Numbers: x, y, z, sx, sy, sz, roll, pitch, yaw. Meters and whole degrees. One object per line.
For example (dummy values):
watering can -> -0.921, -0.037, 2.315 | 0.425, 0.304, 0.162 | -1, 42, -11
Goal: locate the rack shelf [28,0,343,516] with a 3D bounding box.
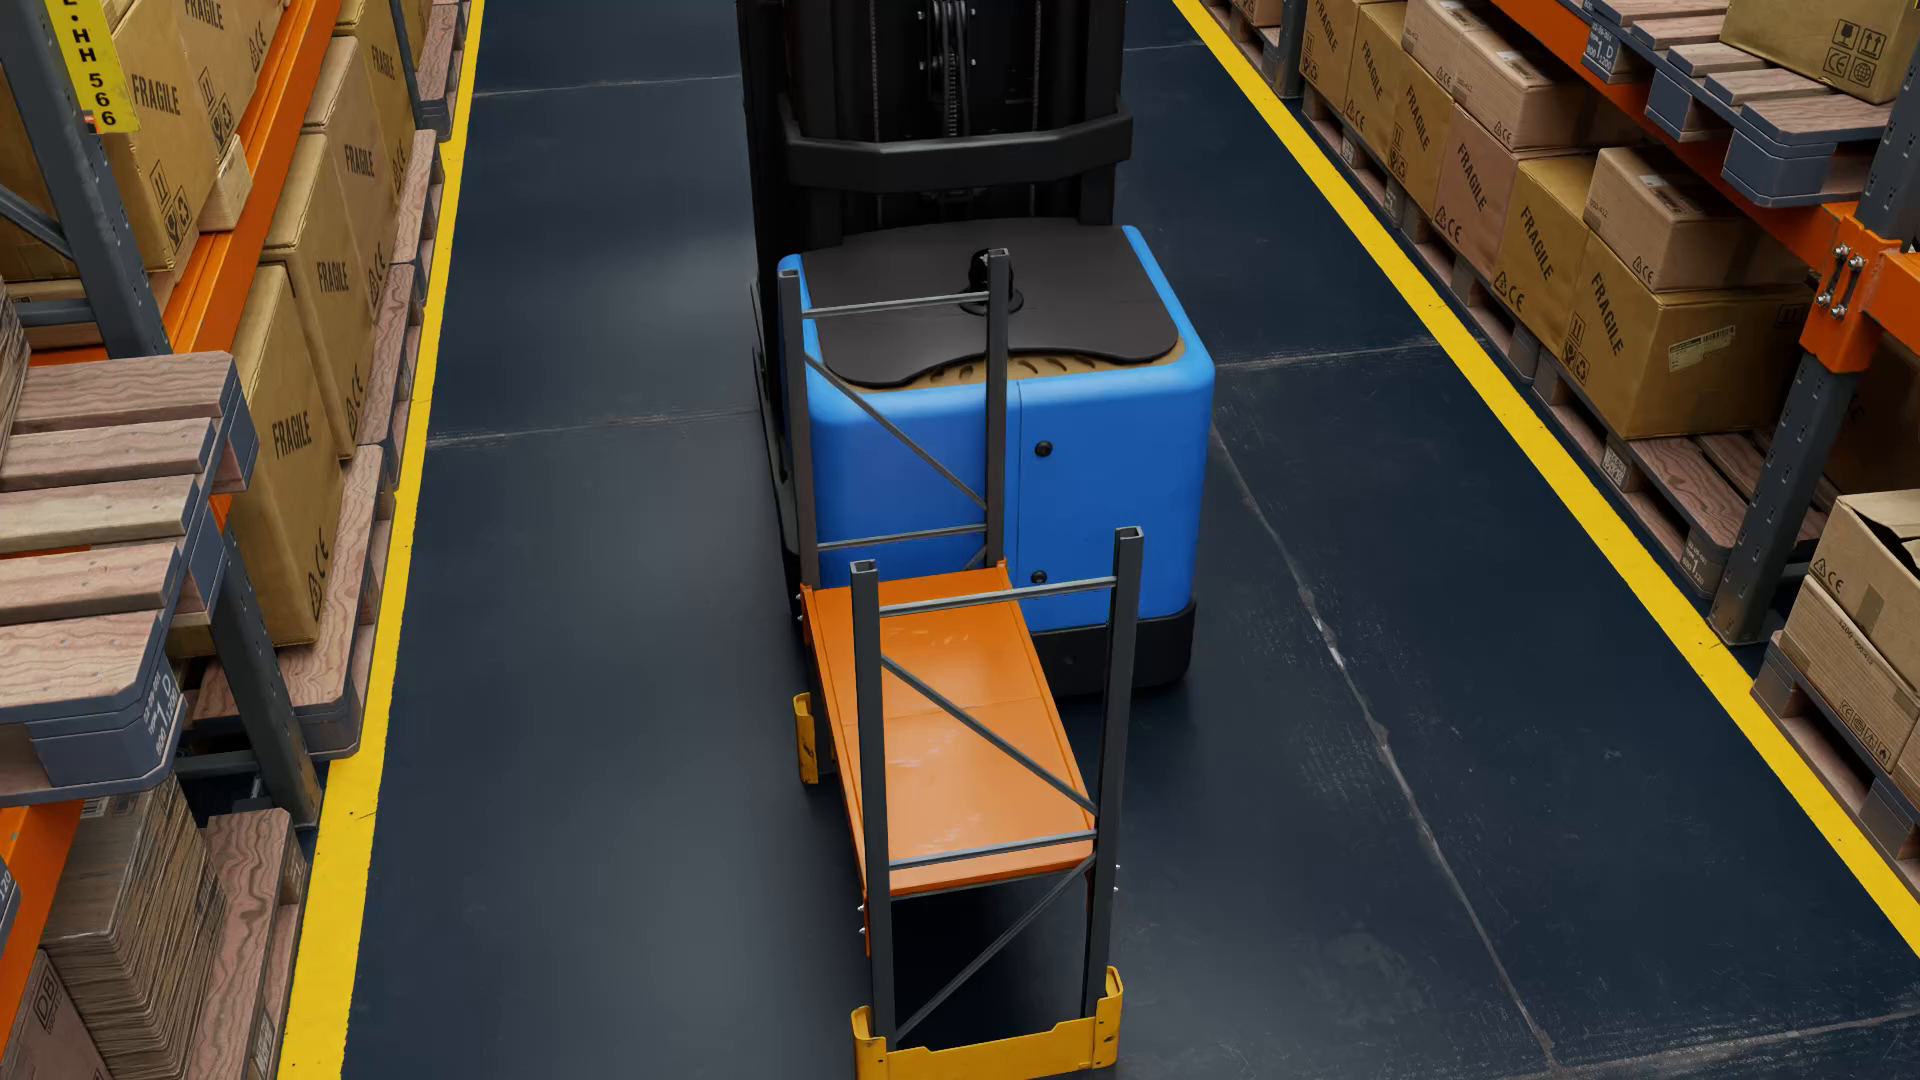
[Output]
rack shelf -> -2.512, -1.347, 5.125 | 1.077, 0.370, 4.000 | -6, 38, -8

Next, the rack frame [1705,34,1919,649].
rack frame -> 2.715, -0.958, 4.038 | 1.000, 3.000, 0.127 | -6, 38, -8

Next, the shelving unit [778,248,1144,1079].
shelving unit -> -0.040, 0.296, 3.646 | 0.587, 1.500, 1.083 | -7, 38, -9

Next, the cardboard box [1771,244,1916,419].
cardboard box -> 2.819, -0.766, 5.470 | 0.500, 0.500, 0.500 | -8, 38, -10

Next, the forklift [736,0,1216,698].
forklift -> -0.121, -1.568, 4.879 | 1.130, 2.935, 3.031 | -6, 38, -8

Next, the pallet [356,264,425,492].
pallet -> -2.436, -0.541, 5.775 | 1.003, 0.211, 1.213 | -6, 38, -8

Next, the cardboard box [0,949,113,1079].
cardboard box -> -2.008, 1.143, 3.012 | 0.700, 0.500, 0.500 | -6, 38, -8

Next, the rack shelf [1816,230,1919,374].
rack shelf -> 3.066, 0.534, 2.704 | 1.077, 0.370, 4.000 | -6, 38, -8

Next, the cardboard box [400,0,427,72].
cardboard box -> -2.893, -2.480, 7.693 | 0.700, 0.500, 0.500 | -6, 38, -7

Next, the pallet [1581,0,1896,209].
pallet -> 2.527, -1.284, 4.614 | 1.213, 0.211, 1.003 | -6, 38, -8

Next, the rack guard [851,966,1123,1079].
rack guard -> 0.061, 1.089, 3.644 | 0.587, 0.250, 0.087 | -7, 38, -9

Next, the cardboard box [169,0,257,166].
cardboard box -> -2.077, -1.226, 4.043 | 0.500, 0.500, 0.500 | -5, 38, -6

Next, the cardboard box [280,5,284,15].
cardboard box -> -2.310, -1.640, 5.105 | 0.380, 0.149, 0.250 | -5, 38, -7

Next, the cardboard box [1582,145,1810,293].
cardboard box -> 2.306, -1.014, 5.178 | 0.500, 0.250, 0.500 | -5, 38, -6

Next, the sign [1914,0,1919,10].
sign -> 2.183, -1.320, 3.625 | 0.100, 0.325, 0.005 | -6, 38, -8

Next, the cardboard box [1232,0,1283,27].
cardboard box -> 1.635, -2.874, 8.184 | 0.500, 0.500, 0.500 | -6, 38, -8

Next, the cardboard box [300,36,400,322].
cardboard box -> -2.462, -1.241, 5.812 | 0.750, 0.750, 0.750 | -5, 38, -7

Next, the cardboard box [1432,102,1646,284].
cardboard box -> 2.132, -1.313, 6.174 | 0.500, 0.500, 0.500 | -8, 38, -10

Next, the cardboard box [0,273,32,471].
cardboard box -> -2.069, -0.353, 2.820 | 0.700, 0.500, 0.500 | -11, 39, -13

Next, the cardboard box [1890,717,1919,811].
cardboard box -> 2.607, 0.613, 3.914 | 0.500, 0.250, 0.500 | -7, 38, -9

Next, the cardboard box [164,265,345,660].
cardboard box -> -2.161, -0.198, 4.470 | 0.750, 0.750, 0.750 | -7, 38, -9

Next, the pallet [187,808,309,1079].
pallet -> -2.026, 1.150, 3.597 | 1.003, 0.211, 1.213 | -6, 38, -8

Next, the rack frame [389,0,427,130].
rack frame -> -2.862, -2.839, 6.459 | 1.000, 3.000, 0.127 | -6, 38, -8

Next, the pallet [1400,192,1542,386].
pallet -> 2.411, -1.047, 6.426 | 1.003, 0.211, 1.213 | -6, 38, -8

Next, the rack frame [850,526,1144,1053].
rack frame -> 0.065, 0.607, 3.246 | 0.500, 1.500, 0.032 | -7, 38, -9

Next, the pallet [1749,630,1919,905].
pallet -> 2.821, 0.645, 4.248 | 1.003, 0.211, 1.213 | -6, 38, -8

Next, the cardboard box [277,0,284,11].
cardboard box -> -2.262, -1.840, 4.833 | 0.500, 0.500, 0.500 | -5, 38, -7

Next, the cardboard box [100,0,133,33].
cardboard box -> -1.992, -1.203, 3.402 | 0.500, 0.250, 0.500 | -5, 38, -7

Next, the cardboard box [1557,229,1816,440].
cardboard box -> 2.320, -0.684, 5.365 | 0.500, 0.500, 0.500 | -5, 38, -6

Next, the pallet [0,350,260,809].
pallet -> -1.931, 0.072, 2.869 | 1.213, 0.211, 1.003 | -6, 38, -8

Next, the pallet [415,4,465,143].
pallet -> -2.919, -2.205, 7.917 | 1.003, 0.211, 1.213 | -6, 38, -8

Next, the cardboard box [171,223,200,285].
cardboard box -> -2.026, -0.709, 3.905 | 0.380, 0.149, 0.250 | -6, 38, -7

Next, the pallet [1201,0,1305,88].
pallet -> 1.894, -2.688, 8.538 | 1.003, 0.211, 1.213 | -6, 38, -8

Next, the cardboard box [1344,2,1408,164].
cardboard box -> 1.963, -1.921, 6.957 | 0.500, 0.500, 0.500 | -6, 38, -7

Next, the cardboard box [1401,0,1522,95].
cardboard box -> 2.034, -1.934, 6.363 | 0.500, 0.250, 0.500 | -6, 38, -8
